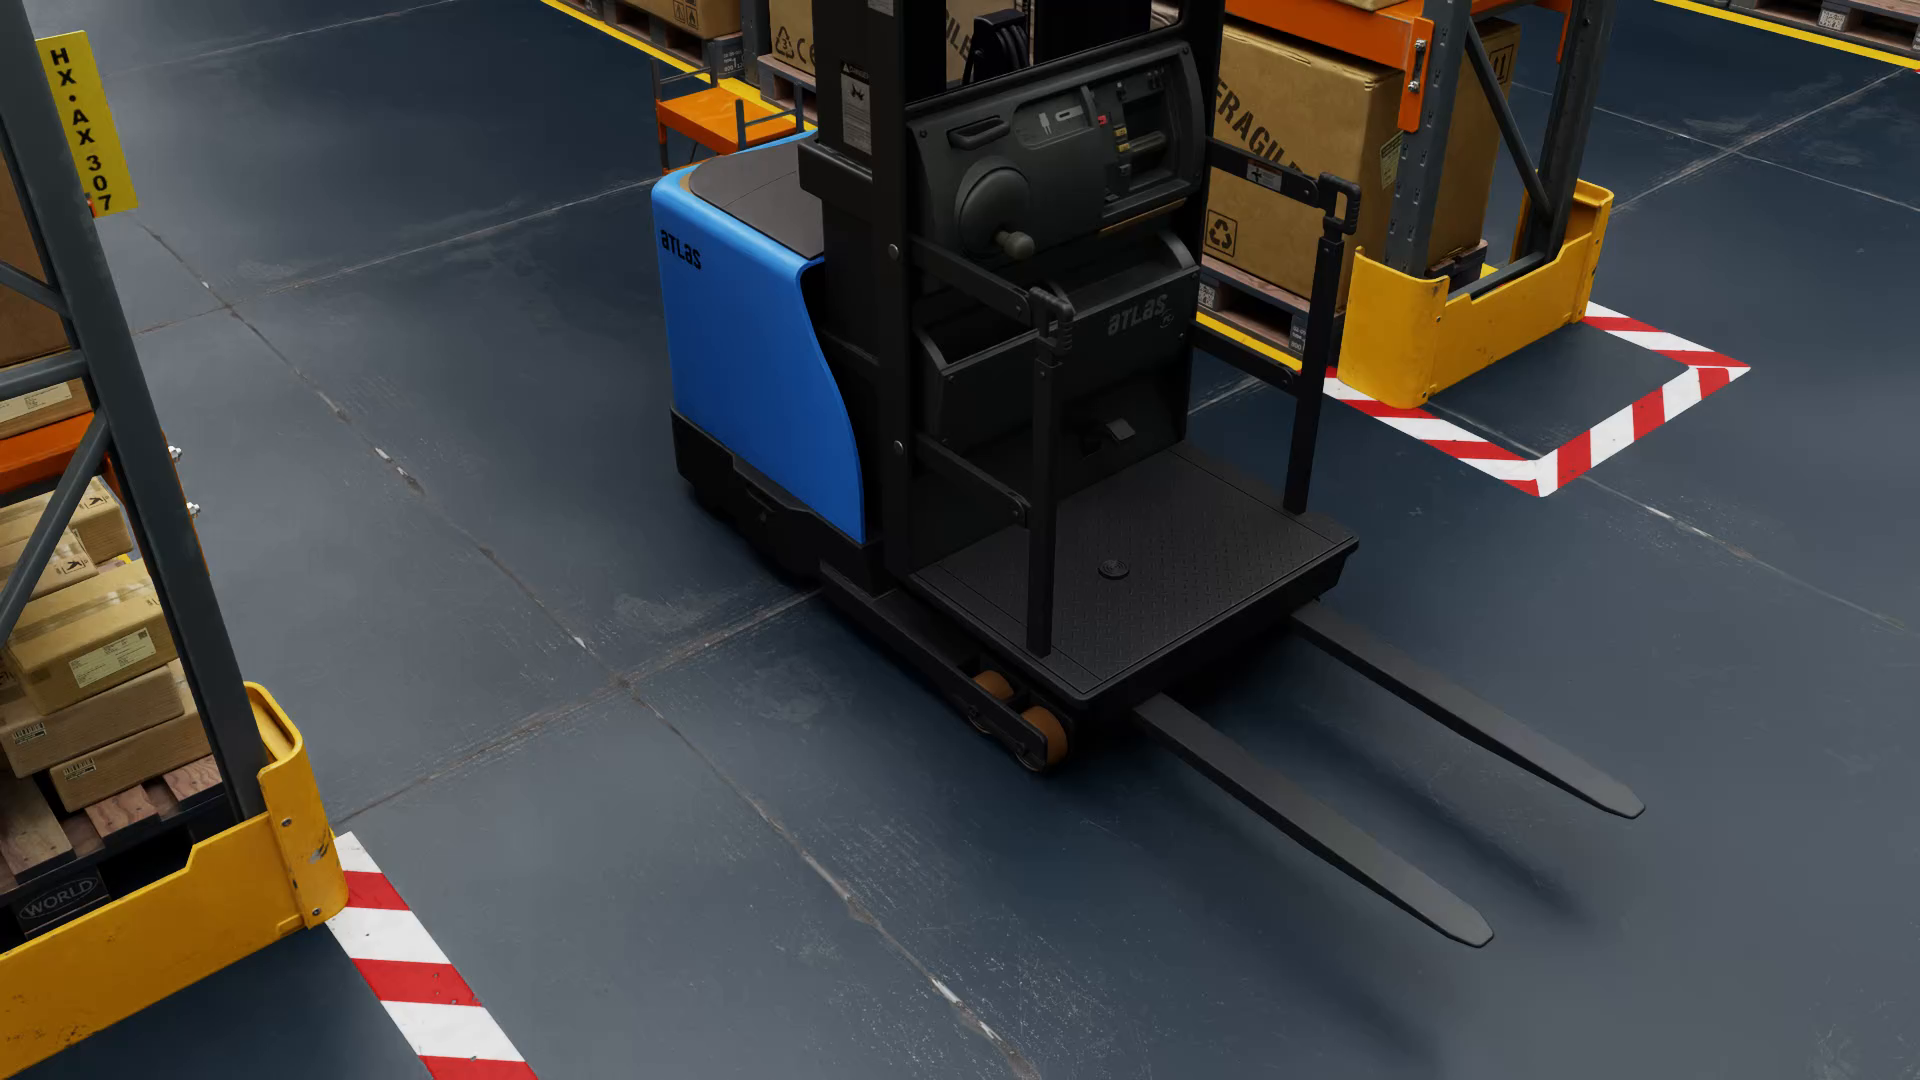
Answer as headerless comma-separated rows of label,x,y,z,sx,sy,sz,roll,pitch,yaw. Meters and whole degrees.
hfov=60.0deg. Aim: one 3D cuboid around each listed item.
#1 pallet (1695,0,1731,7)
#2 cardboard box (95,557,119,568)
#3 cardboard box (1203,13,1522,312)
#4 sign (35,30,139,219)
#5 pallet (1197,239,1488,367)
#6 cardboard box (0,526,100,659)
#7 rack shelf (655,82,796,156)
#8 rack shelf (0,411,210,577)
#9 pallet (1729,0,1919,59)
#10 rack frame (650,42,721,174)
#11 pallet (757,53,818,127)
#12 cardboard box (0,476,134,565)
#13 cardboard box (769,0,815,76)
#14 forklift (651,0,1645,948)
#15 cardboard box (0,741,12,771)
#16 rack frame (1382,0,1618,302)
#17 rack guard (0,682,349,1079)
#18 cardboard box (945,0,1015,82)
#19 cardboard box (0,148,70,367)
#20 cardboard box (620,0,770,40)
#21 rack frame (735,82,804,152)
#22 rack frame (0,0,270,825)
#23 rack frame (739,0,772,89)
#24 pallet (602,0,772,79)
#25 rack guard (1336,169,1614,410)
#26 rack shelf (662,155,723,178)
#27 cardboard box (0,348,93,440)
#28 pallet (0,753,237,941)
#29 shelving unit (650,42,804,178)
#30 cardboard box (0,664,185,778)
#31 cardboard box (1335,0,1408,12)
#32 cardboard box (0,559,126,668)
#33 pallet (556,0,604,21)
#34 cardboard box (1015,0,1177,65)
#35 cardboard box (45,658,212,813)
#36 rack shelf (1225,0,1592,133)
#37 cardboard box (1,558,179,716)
pallet,4.393,-3.602,10.154,1.003,0.211,1.213,-26,43,-32
cardboard box,-2.531,0.125,4.582,0.380,0.149,0.250,-25,43,-31
cardboard box,1.421,-1.533,6.294,0.875,0.875,0.875,-26,43,-32
sign,-1.545,-0.726,2.931,0.100,0.325,0.005,-26,43,-32
pallet,1.319,-1.162,6.708,1.003,0.211,1.213,-26,43,-32
cardboard box,-2.308,0.144,4.040,0.380,0.149,0.250,-25,42,-31
rack shelf,-0.748,-1.321,5.397,0.258,0.148,0.480,-26,43,-32
rack shelf,-3.250,-0.760,4.350,1.077,0.370,4.000,-26,43,-32
pallet,5.176,-3.064,9.394,1.003,0.211,1.213,-26,43,-32
rack frame,-0.906,-1.107,5.775,0.240,1.200,0.015,-26,43,-32
pallet,-0.256,-2.239,8.229,1.003,0.211,1.213,-26,43,-32
cardboard box,-2.373,-0.015,4.265,0.380,0.149,0.250,-26,43,-32
cardboard box,-0.322,-2.725,7.978,0.875,0.875,0.875,-26,43,-32
forklift,0.405,-0.920,4.013,1.130,2.935,3.031,-26,43,-32
cardboard box,-2.285,0.386,4.214,0.380,0.149,0.250,-26,43,-32
rack frame,1.895,-1.976,5.445,1.000,3.000,0.127,-26,43,-32
rack guard,-2.008,0.816,3.666,1.175,0.500,0.348,-26,43,-32
cardboard box,0.259,-2.328,7.416,0.875,0.875,0.875,-26,43,-32
cardboard box,-2.038,-0.634,3.206,0.500,0.500,0.500,-24,42,-30
cardboard box,-1.115,-3.321,8.820,1.225,0.875,0.875,-26,43,-32
rack frame,-0.590,-0.892,5.472,0.240,1.200,0.015,-26,43,-32
rack frame,-1.959,-0.171,2.896,1.000,3.000,0.127,-26,43,-32
rack frame,-0.687,-3.742,7.938,1.000,3.000,0.127,-26,43,-32
pallet,-1.242,-2.917,9.186,1.003,0.211,1.213,-26,43,-32
rack guard,1.910,-0.945,6.152,1.175,0.500,0.348,-26,43,-32
rack shelf,-0.748,-1.127,5.533,0.258,0.148,0.480,-26,43,-32
cardboard box,-1.918,-0.333,3.343,0.380,0.149,0.250,-26,43,-32
pallet,-2.506,0.562,4.274,1.003,0.211,1.213,-26,43,-32
shelving unit,-0.748,-1.000,5.624,0.258,1.200,0.503,-26,43,-32
cardboard box,-2.101,0.373,3.974,0.380,0.149,0.250,-24,42,-30
cardboard box,1.413,-1.908,5.566,0.380,0.149,0.250,-25,42,-31
cardboard box,-2.235,0.231,4.175,0.380,0.149,0.250,-26,43,-32
pallet,-2.034,-3.456,9.947,1.003,0.211,1.213,-26,43,-32
cardboard box,0.833,-1.935,6.862,0.875,0.875,0.875,-26,43,-32
cardboard box,-2.053,0.471,4.094,0.380,0.149,0.250,-25,42,-31
rack shelf,0.604,-2.565,6.900,1.077,0.370,4.000,-26,43,-32
cardboard box,-2.038,0.220,3.932,0.380,0.149,0.250,-28,44,-34
